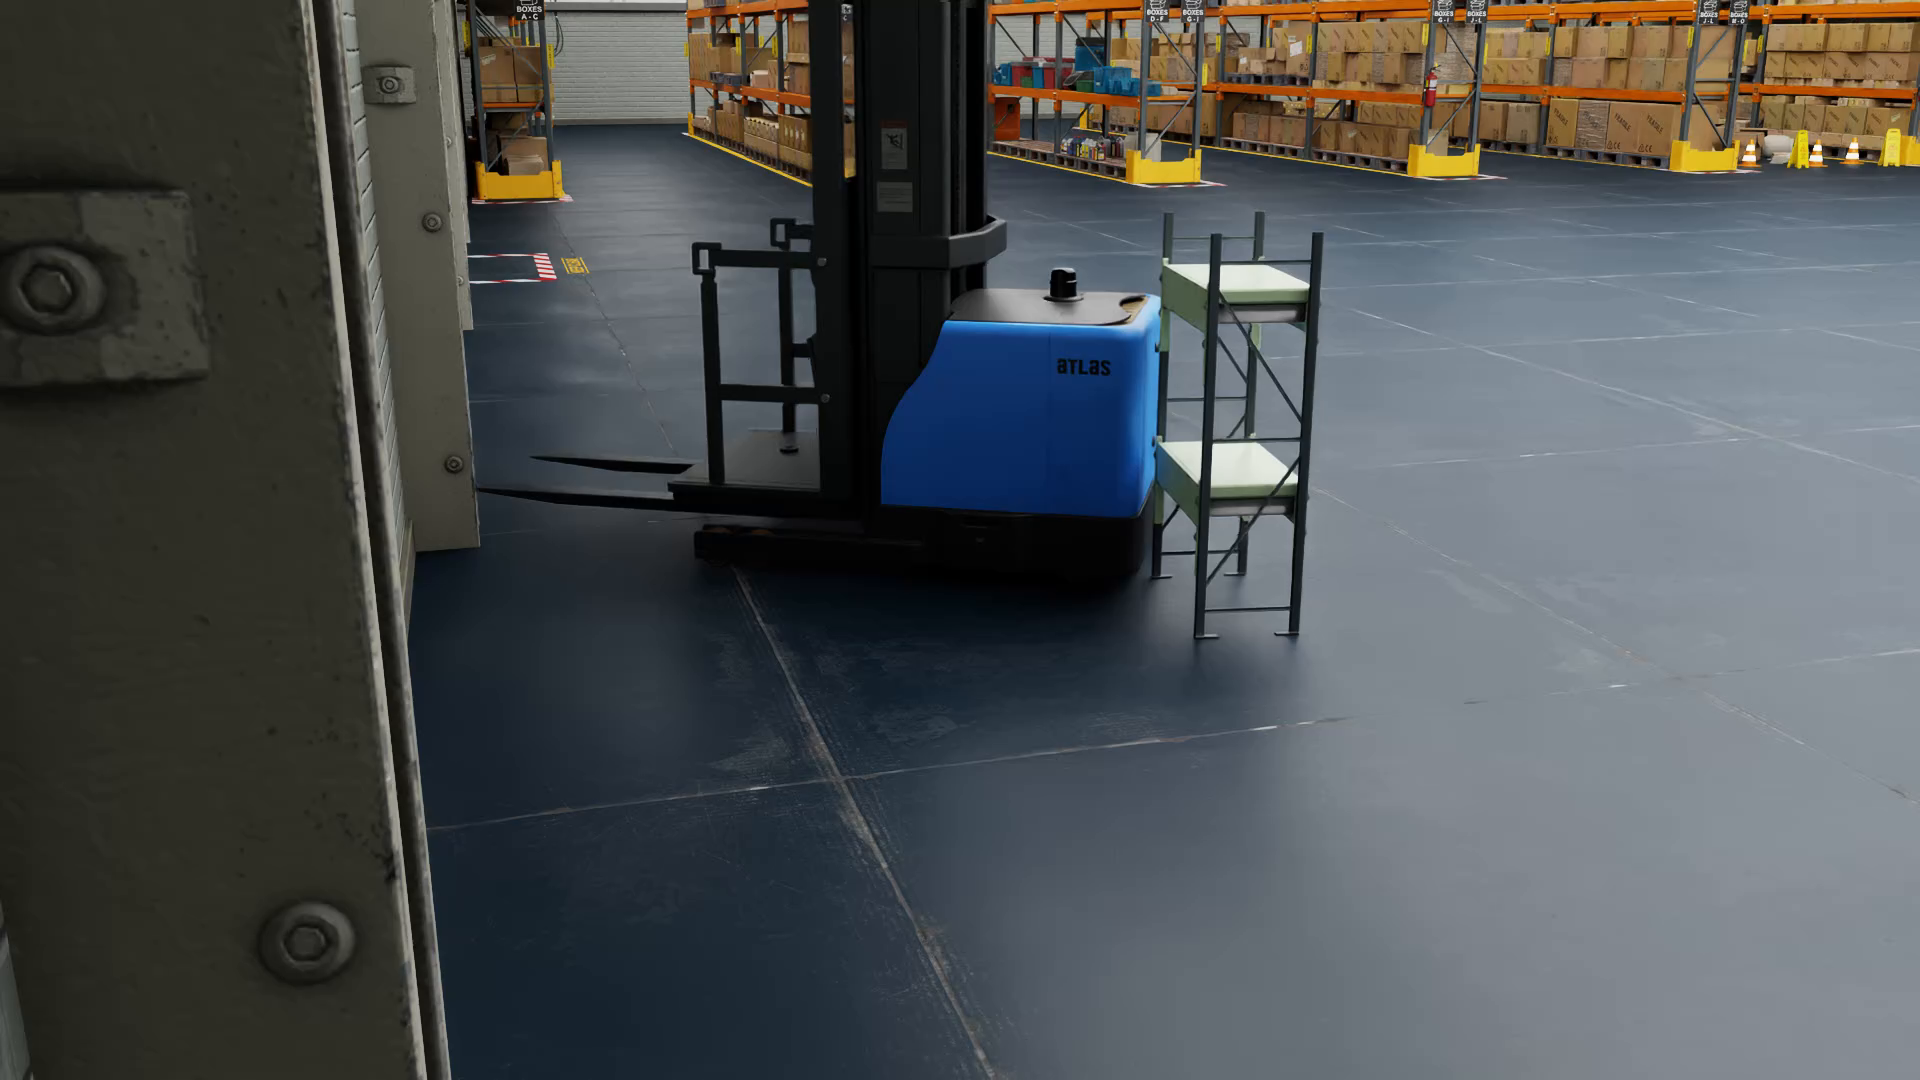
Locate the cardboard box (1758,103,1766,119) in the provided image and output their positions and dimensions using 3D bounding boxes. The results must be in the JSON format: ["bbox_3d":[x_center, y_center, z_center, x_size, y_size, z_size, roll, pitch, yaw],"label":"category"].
[{"bbox_3d":[19.544,-10.256,39.995,0.500,0.500,0.500,-4,17,-13],"label":"cardboard box"}]

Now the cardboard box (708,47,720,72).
[{"bbox_3d":[-4.869,-10.115,35.009,0.700,0.500,0.500,-12,20,-34],"label":"cardboard box"}]

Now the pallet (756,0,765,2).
[{"bbox_3d":[-3.102,-9.765,29.861,1.003,0.211,1.213,-4,17,-13],"label":"pallet"}]

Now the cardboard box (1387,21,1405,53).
[{"bbox_3d":[7.508,-8.418,27.832,0.500,0.500,0.500,-5,17,-15],"label":"cardboard box"}]

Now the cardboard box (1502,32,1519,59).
[{"bbox_3d":[11.313,-9.894,33.265,0.700,0.500,0.500,-5,17,-15],"label":"cardboard box"}]

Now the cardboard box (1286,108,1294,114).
[{"bbox_3d":[8.476,-10.861,42.102,0.380,0.149,0.250,-4,17,-14],"label":"cardboard box"}]

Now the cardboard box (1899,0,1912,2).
[{"bbox_3d":[17.101,-9.721,29.821,0.380,0.149,0.250,-5,17,-15],"label":"cardboard box"}]

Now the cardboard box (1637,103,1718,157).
[{"bbox_3d":[12.587,-7.208,29.198,0.875,0.875,0.875,-5,17,-15],"label":"cardboard box"}]

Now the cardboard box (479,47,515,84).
[{"bbox_3d":[-6.582,-6.714,23.511,0.500,0.500,0.500,-5,17,-16],"label":"cardboard box"}]

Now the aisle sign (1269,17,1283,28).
[{"bbox_3d":[8.131,-13.509,42.693,0.394,0.787,0.004,-5,17,-15],"label":"aisle sign"}]

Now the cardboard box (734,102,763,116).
[{"bbox_3d":[-4.187,-8.537,32.935,0.500,0.250,0.500,-4,17,-13],"label":"cardboard box"}]

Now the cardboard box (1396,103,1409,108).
[{"bbox_3d":[10.049,-9.725,36.927,0.500,0.250,0.500,-4,17,-14],"label":"cardboard box"}]

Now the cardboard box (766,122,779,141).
[{"bbox_3d":[-3.121,-7.188,29.242,0.500,0.311,0.500,-4,17,-14],"label":"cardboard box"}]

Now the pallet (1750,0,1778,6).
[{"bbox_3d":[16.402,-10.894,33.617,1.213,0.211,1.003,-5,17,-15],"label":"pallet"}]

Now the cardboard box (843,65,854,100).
[{"bbox_3d":[-1.602,-6.874,24.948,0.700,0.500,0.500,-5,17,-15],"label":"cardboard box"}]

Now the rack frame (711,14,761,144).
[{"bbox_3d":[-4.784,-10.015,35.579,1.000,3.000,0.127,-5,17,-15],"label":"rack frame"}]

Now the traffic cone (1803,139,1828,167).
[{"bbox_3d":[15.236,-6.882,29.558,0.336,0.463,0.334,-5,17,-15],"label":"traffic cone"}]

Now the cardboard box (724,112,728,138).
[{"bbox_3d":[-4.598,-8.590,34.416,0.500,0.500,0.500,-4,17,-15],"label":"cardboard box"}]

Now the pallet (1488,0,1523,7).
[{"bbox_3d":[11.176,-10.918,33.700,1.003,0.211,1.213,-4,17,-13],"label":"pallet"}]

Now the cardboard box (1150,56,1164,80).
[{"bbox_3d":[4.628,-10.698,37.680,0.500,0.500,0.500,-5,17,-15],"label":"cardboard box"}]

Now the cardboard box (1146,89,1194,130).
[{"bbox_3d":[4.937,-9.805,37.844,1.225,0.875,0.875,-5,17,-15],"label":"cardboard box"}]

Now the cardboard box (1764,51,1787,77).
[{"bbox_3d":[16.322,-9.415,32.889,0.500,0.500,0.500,-5,17,-15],"label":"cardboard box"}]

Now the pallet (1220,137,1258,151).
[{"bbox_3d":[6.054,-8.139,34.181,1.003,0.211,1.213,-5,17,-15],"label":"pallet"}]

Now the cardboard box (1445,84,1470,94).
[{"bbox_3d":[8.191,-7.455,27.494,0.380,0.149,0.250,-5,17,-15],"label":"cardboard box"}]

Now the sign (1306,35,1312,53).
[{"bbox_3d":[6.408,-9.094,30.501,0.100,0.325,0.005,-5,17,-15],"label":"sign"}]

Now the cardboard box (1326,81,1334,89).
[{"bbox_3d":[6.862,-8.244,30.119,0.380,0.149,0.250,-5,17,-15],"label":"cardboard box"}]

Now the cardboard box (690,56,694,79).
[{"bbox_3d":[-6.015,-11.026,38.770,0.500,0.500,0.500,-4,17,-14],"label":"cardboard box"}]

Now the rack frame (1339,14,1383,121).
[{"bbox_3d":[9.539,-11.162,39.396,1.000,3.000,0.127,-5,17,-15],"label":"rack frame"}]

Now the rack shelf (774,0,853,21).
[{"bbox_3d":[-2.036,-8.341,26.043,1.077,0.370,4.000,-5,17,-15],"label":"rack shelf"}]

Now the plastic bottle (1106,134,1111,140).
[{"bbox_3d":[2.632,-6.980,29.313,0.144,0.351,0.185,-5,17,-17],"label":"plastic bottle"}]

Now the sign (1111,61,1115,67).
[{"bbox_3d":[2.710,-8.366,29.608,0.100,0.325,0.005,-5,17,-15],"label":"sign"}]

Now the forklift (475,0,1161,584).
[{"bbox_3d":[-0.659,-1.424,7.098,3.031,2.935,1.130,4,17,12],"label":"forklift"}]

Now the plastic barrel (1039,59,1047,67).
[{"bbox_3d":[1.683,-8.969,31.901,0.421,0.512,0.421,0,17,0],"label":"plastic barrel"}]

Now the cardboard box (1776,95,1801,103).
[{"bbox_3d":[16.348,-8.698,32.813,0.380,0.149,0.250,-4,17,-14],"label":"cardboard box"}]

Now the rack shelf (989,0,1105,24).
[{"bbox_3d":[1.629,-9.838,31.027,1.077,0.370,4.000,-5,17,-15],"label":"rack shelf"}]

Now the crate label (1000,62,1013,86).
[{"bbox_3d":[1.092,-9.020,32.205,0.502,0.435,0.616,-5,17,-15],"label":"crate label"}]

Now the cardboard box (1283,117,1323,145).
[{"bbox_3d":[6.679,-7.903,32.128,0.700,0.500,0.500,-5,17,-16],"label":"cardboard box"}]

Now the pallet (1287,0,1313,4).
[{"bbox_3d":[6.873,-10.110,31.008,1.213,0.211,1.003,-5,17,-15],"label":"pallet"}]

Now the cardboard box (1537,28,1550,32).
[{"bbox_3d":[14.433,-12.526,40.899,0.380,0.149,0.250,-5,17,-16],"label":"cardboard box"}]

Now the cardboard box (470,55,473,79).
[{"bbox_3d":[-8.830,-8.826,30.894,0.500,0.500,0.500,-5,17,-15],"label":"cardboard box"}]

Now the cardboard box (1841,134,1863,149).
[{"bbox_3d":[16.953,-7.492,31.229,0.500,0.250,0.500,-5,17,-15],"label":"cardboard box"}]

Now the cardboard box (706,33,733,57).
[{"bbox_3d":[-5.172,-10.661,35.819,0.500,0.500,0.500,-5,17,-15],"label":"cardboard box"}]

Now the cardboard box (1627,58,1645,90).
[{"bbox_3d":[12.486,-8.328,29.703,0.875,0.550,0.550,-5,17,-15],"label":"cardboard box"}]

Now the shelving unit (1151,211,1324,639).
[{"bbox_3d":[1.038,-0.463,6.386,0.431,1.500,0.755,-2,17,-6],"label":"shelving unit"}]

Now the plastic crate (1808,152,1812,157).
[{"bbox_3d":[16.112,-7.471,32.183,0.402,0.080,0.583,-12,20,-34],"label":"plastic crate"}]

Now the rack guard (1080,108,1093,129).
[{"bbox_3d":[3.636,-10.713,42.248,1.175,0.500,0.348,-5,17,-15],"label":"rack guard"}]

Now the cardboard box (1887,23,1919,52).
[{"bbox_3d":[17.218,-9.055,29.953,0.700,0.500,0.500,-5,17,-17],"label":"cardboard box"}]

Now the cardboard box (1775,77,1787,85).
[{"bbox_3d":[16.366,-9.069,32.867,0.380,0.149,0.250,-4,17,-14],"label":"cardboard box"}]

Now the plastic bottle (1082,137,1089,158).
[{"bbox_3d":[2.170,-6.709,28.413,0.144,0.351,0.185,-5,17,-16],"label":"plastic bottle"}]

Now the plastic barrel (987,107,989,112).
[{"bbox_3d":[0.618,-8.792,34.969,0.600,0.588,0.708,-5,17,-15],"label":"plastic barrel"}]

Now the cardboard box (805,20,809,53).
[{"bbox_3d":[-2.044,-7.933,26.218,0.700,0.500,0.500,-5,17,-15],"label":"cardboard box"}]

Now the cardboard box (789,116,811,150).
[{"bbox_3d":[-2.484,-6.616,27.010,0.500,0.500,0.500,-5,17,-15],"label":"cardboard box"}]

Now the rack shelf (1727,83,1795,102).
[{"bbox_3d":[15.919,-9.577,35.370,1.077,0.370,4.000,-5,17,-15],"label":"rack shelf"}]

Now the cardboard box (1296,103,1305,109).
[{"bbox_3d":[8.637,-10.854,41.565,0.380,0.149,0.250,-4,17,-14],"label":"cardboard box"}]

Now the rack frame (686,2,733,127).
[{"bbox_3d":[-5.883,-11.122,39.263,1.000,3.000,0.127,-5,17,-15],"label":"rack frame"}]

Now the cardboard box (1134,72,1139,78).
[{"bbox_3d":[4.272,-10.807,38.651,0.380,0.149,0.250,-4,17,-14],"label":"cardboard box"}]
